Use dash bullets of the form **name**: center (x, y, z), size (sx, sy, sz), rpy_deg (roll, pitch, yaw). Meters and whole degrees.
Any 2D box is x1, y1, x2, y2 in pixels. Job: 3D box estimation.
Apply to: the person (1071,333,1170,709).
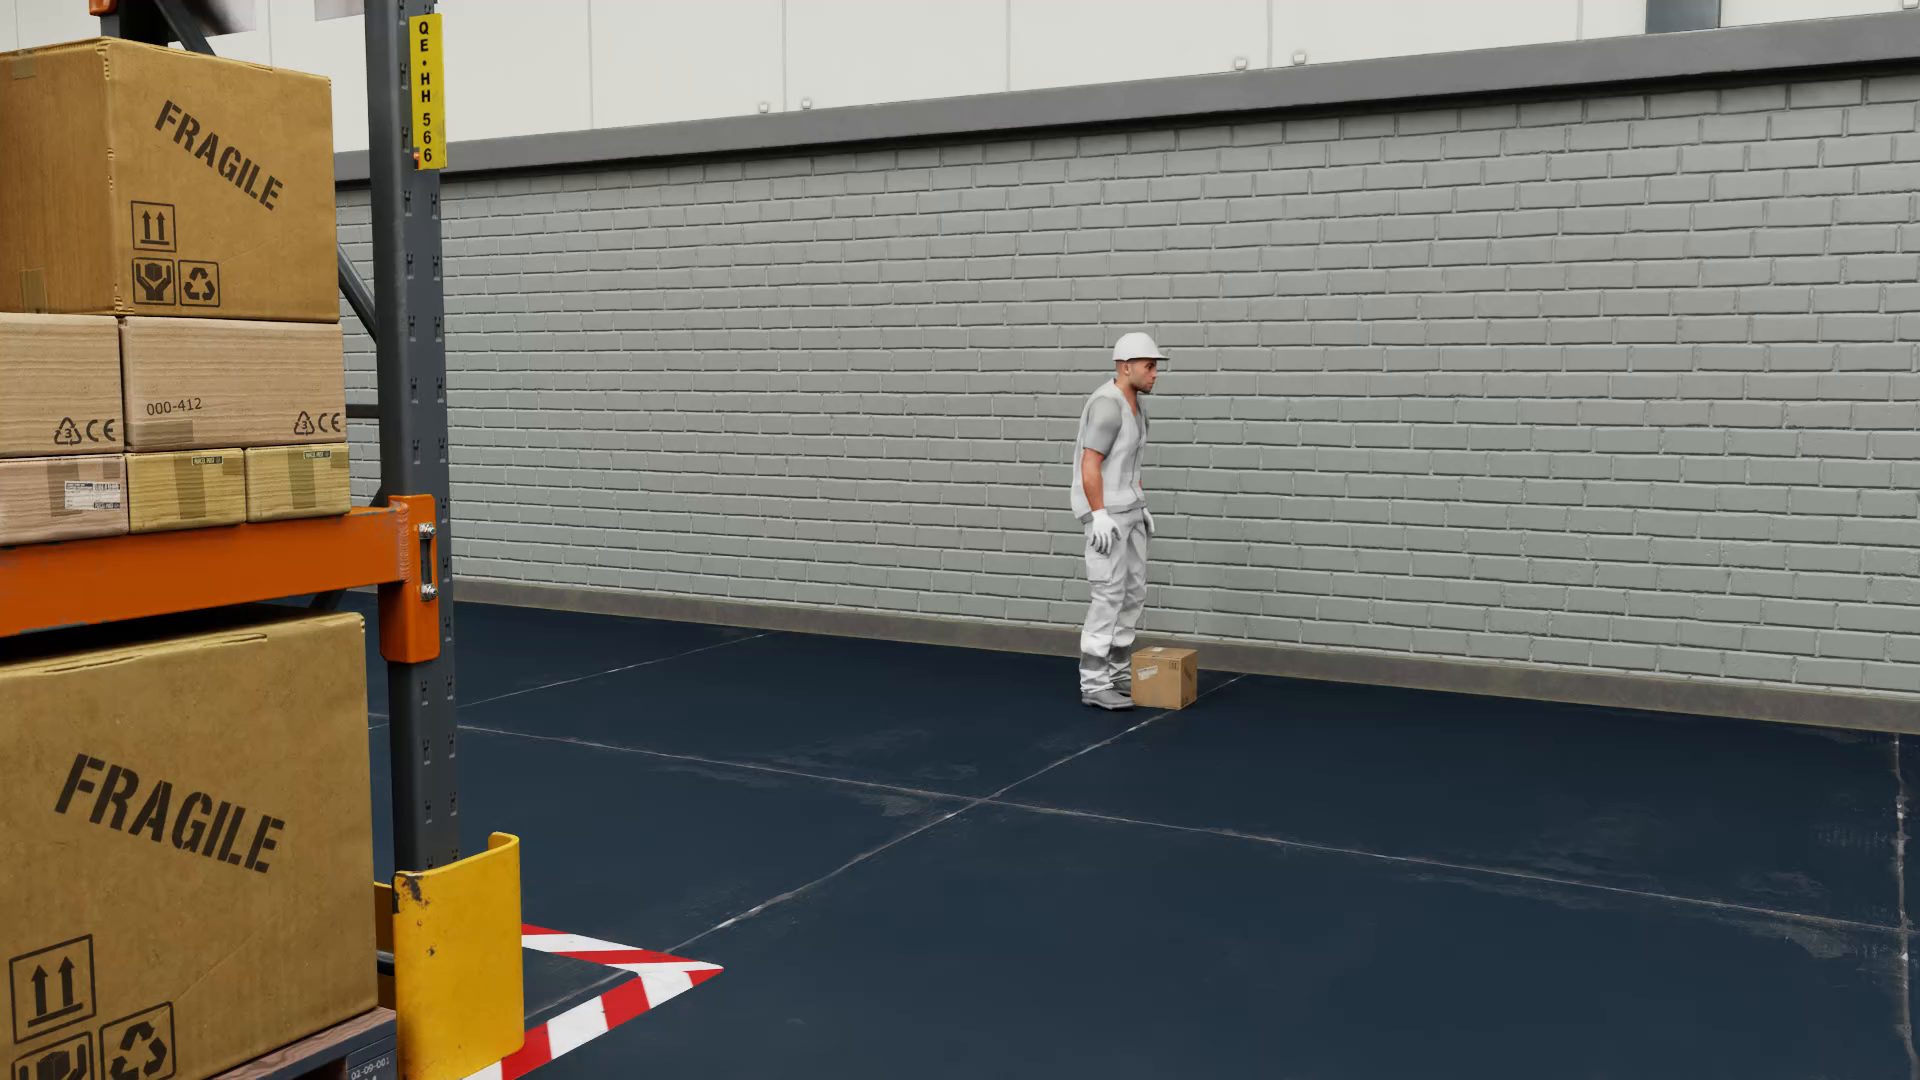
- **person**: center (0.776, -0.104, 8.018), size (0.456, 1.778, 0.615), rpy_deg (3, 7, 28)
